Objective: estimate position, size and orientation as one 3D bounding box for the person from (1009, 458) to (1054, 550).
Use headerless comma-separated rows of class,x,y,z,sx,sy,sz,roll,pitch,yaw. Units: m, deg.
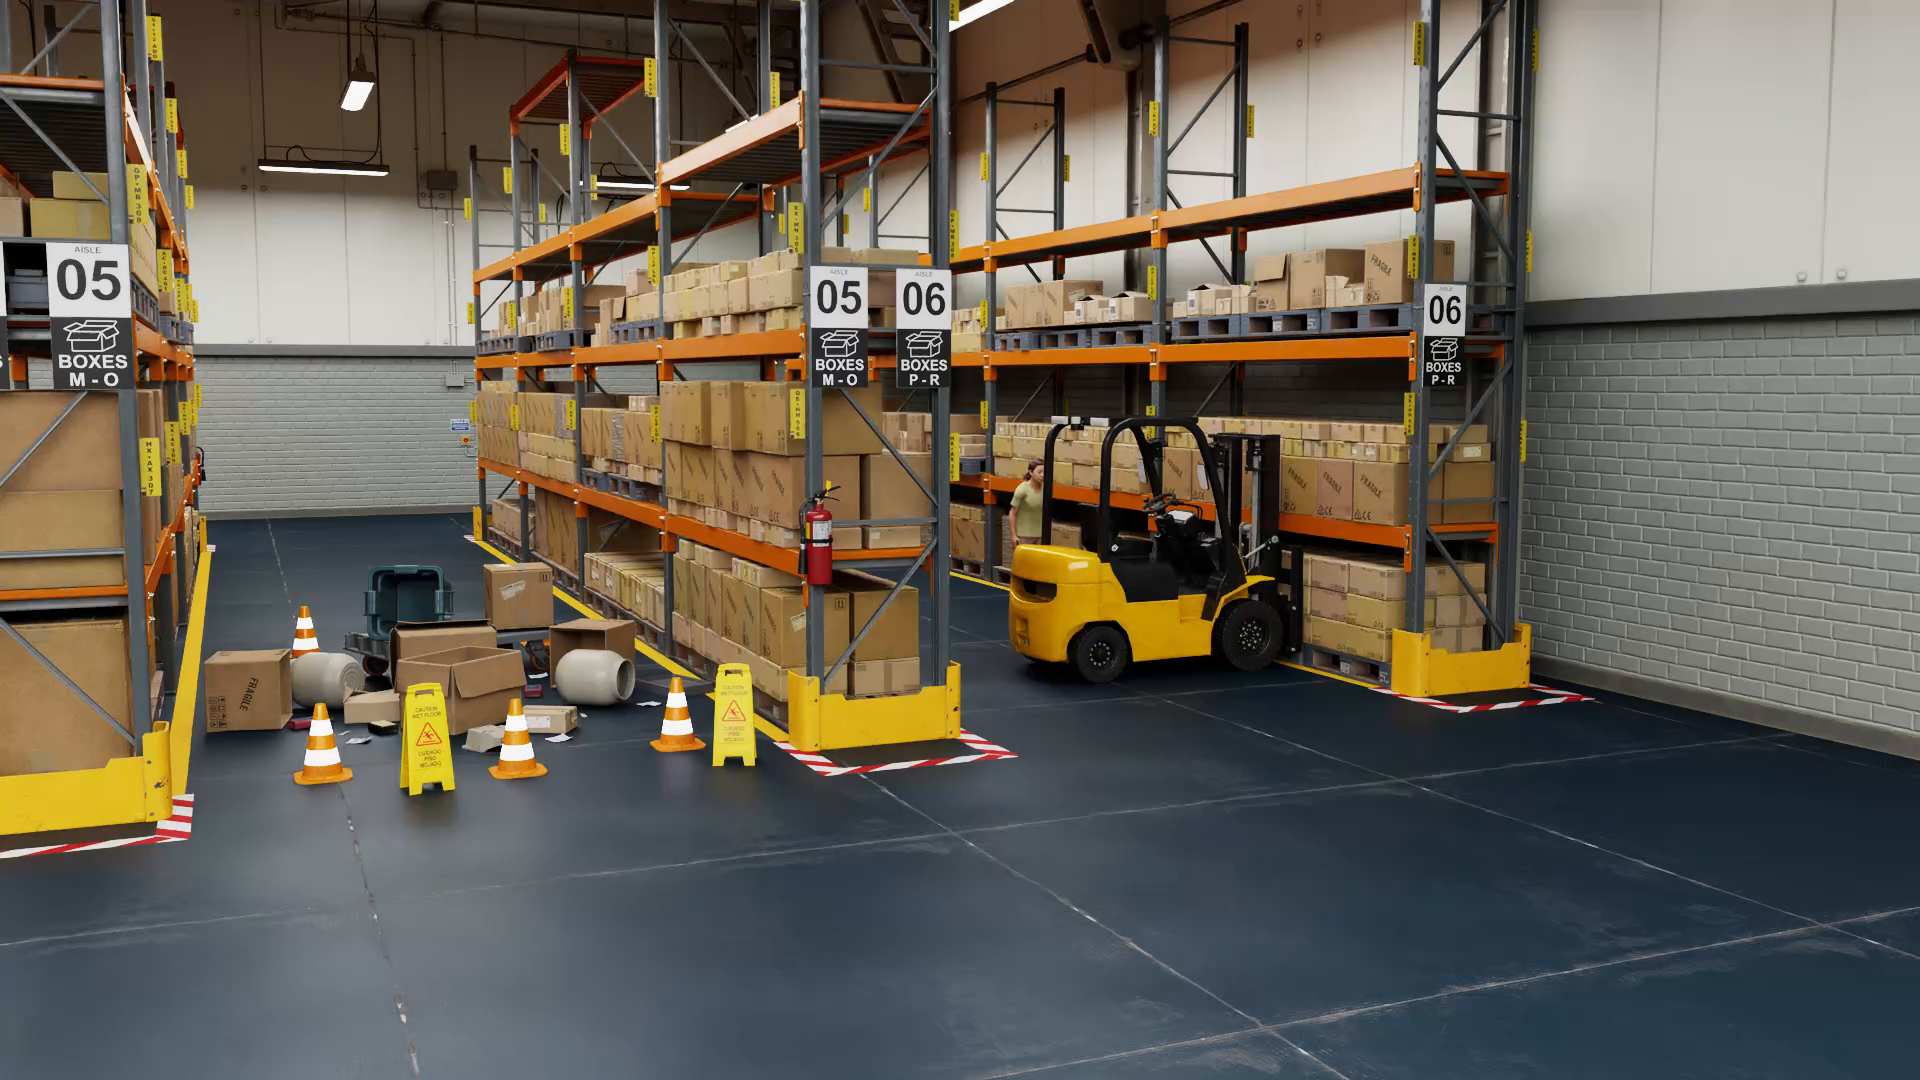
person,0.746,0.107,17.085,0.517,1.437,0.363,-3,6,-27
